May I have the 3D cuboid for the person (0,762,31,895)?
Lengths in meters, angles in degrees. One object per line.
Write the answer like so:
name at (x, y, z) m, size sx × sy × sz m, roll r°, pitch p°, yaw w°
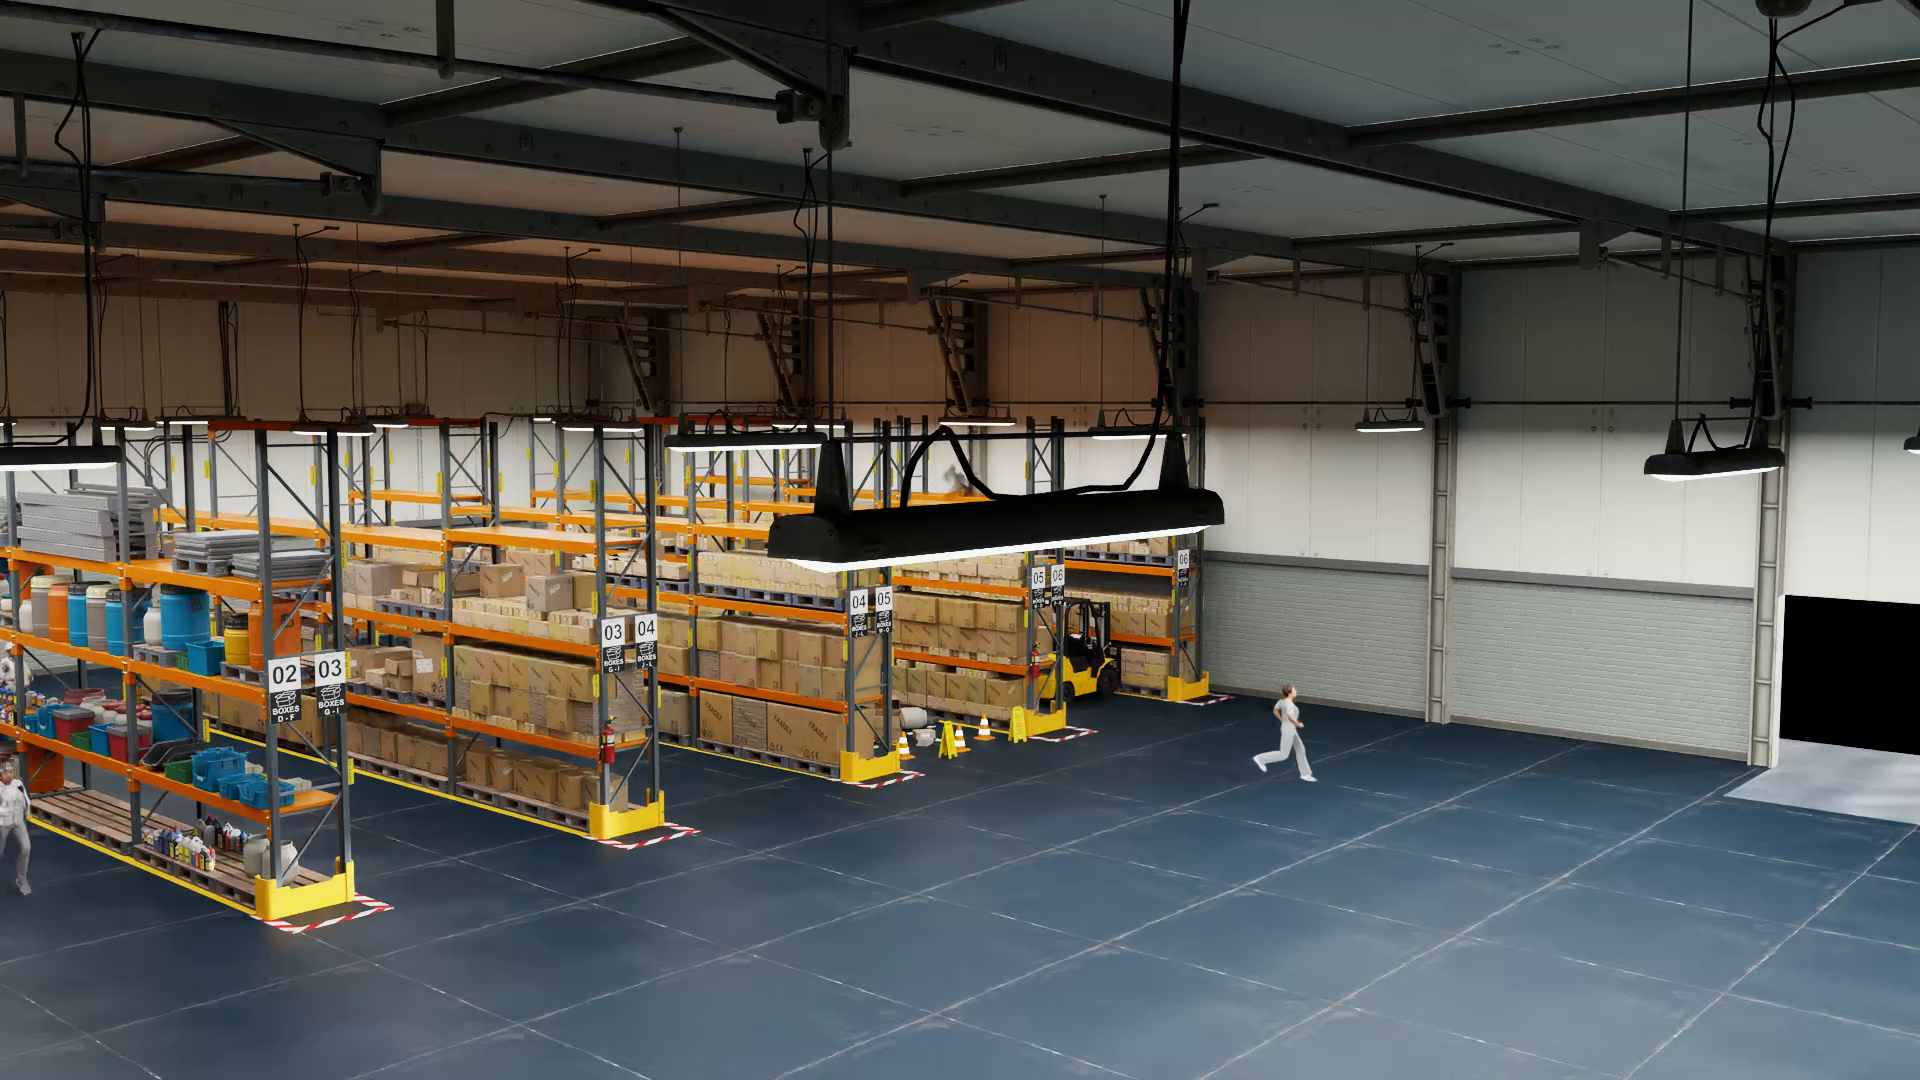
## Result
person at (-12.322, 3.701, 21.519) m, size 0.879 × 1.740 × 0.622 m, roll 3°, pitch 6°, yaw 35°

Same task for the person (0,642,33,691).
person at (-18.040, 2.821, 31.797) m, size 0.600 × 1.767 × 0.687 m, roll 3°, pitch 5°, yaw 29°

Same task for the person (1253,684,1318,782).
person at (5.435, 3.225, 27.687) m, size 1.093 × 1.662 × 0.538 m, roll 0°, pitch 5°, yaw 3°

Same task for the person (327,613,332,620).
person at (-13.879, 2.438, 36.498) m, size 0.880 × 1.756 × 0.712 m, roll 4°, pitch 6°, yaw 41°

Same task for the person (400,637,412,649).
person at (-13.202, 2.194, 39.864) m, size 0.588 × 1.628 × 0.584 m, roll 0°, pitch 5°, yaw 5°
